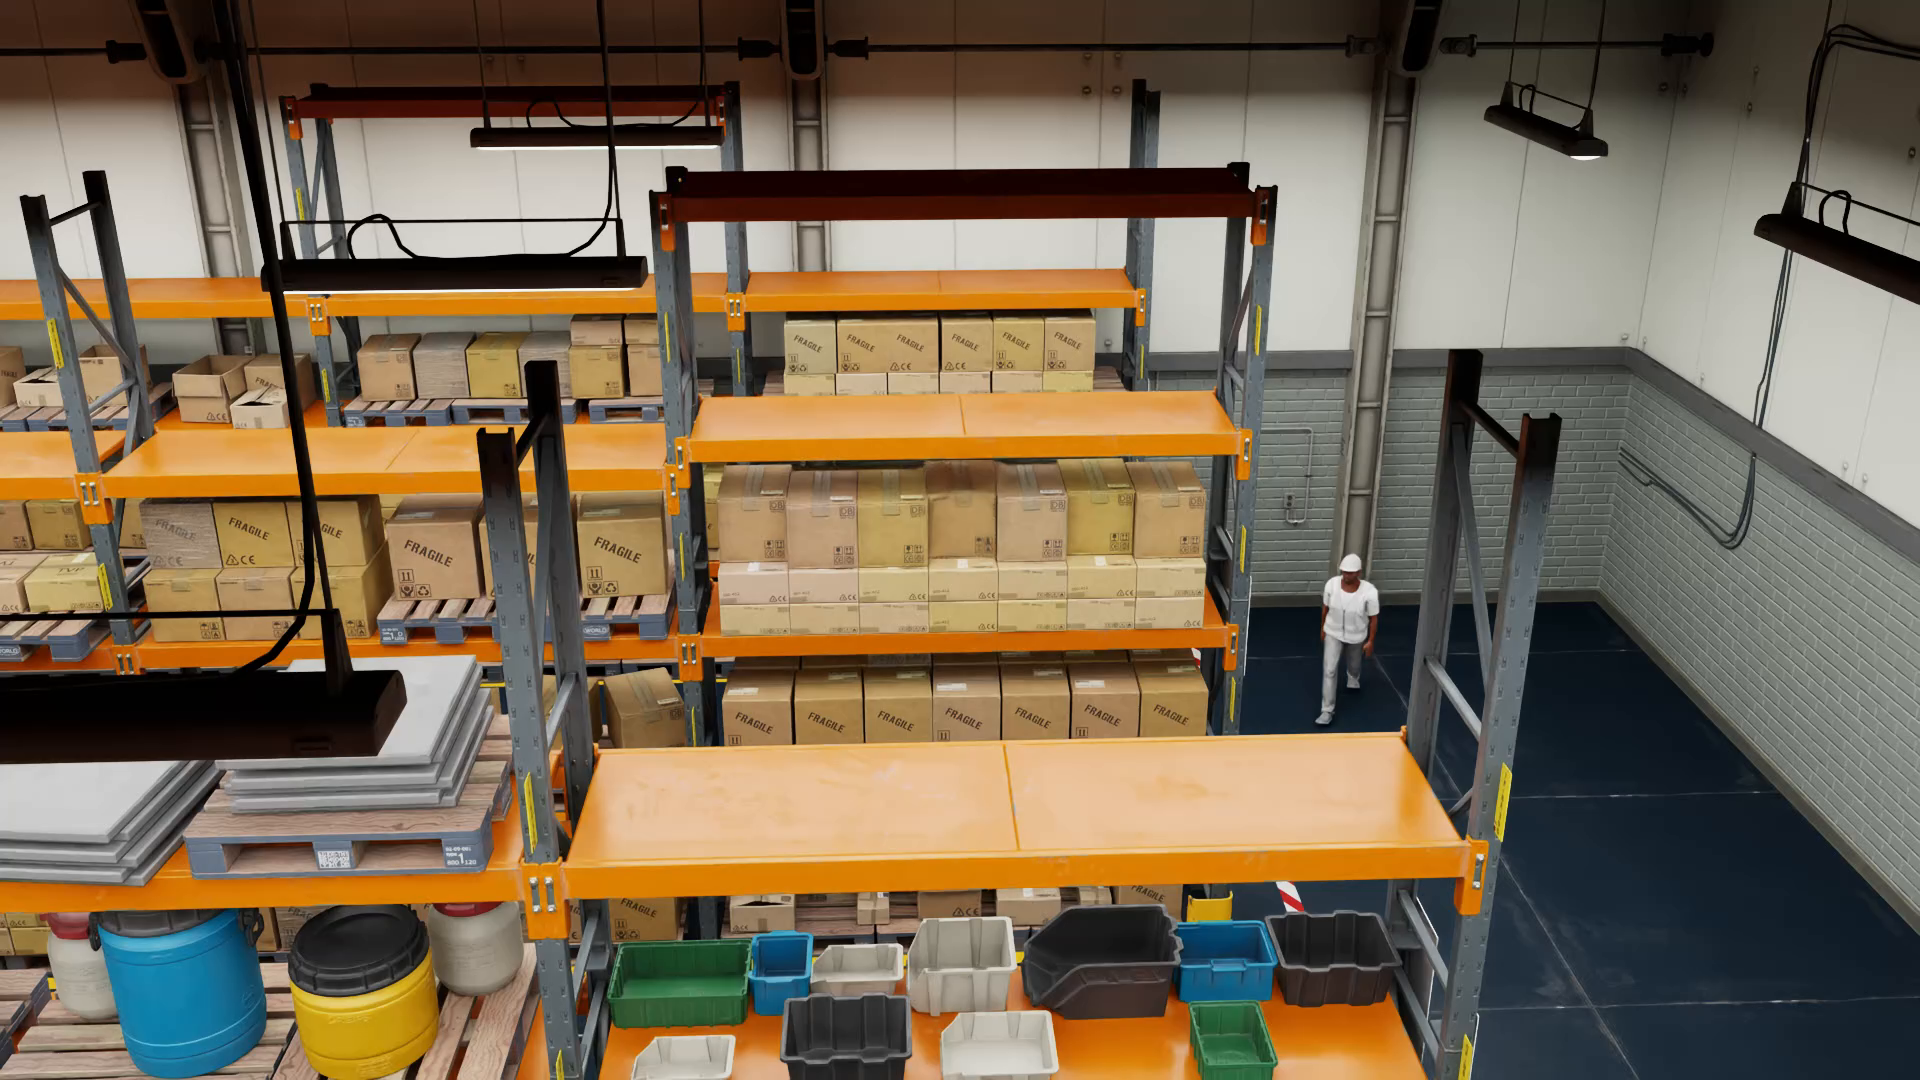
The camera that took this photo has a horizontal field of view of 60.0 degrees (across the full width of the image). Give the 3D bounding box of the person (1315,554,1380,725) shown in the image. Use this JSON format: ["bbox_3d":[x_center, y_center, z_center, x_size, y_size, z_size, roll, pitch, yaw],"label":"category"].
[{"bbox_3d":[3.883,0.924,16.614,0.559,1.714,1.116,7,23,16],"label":"person"}]
